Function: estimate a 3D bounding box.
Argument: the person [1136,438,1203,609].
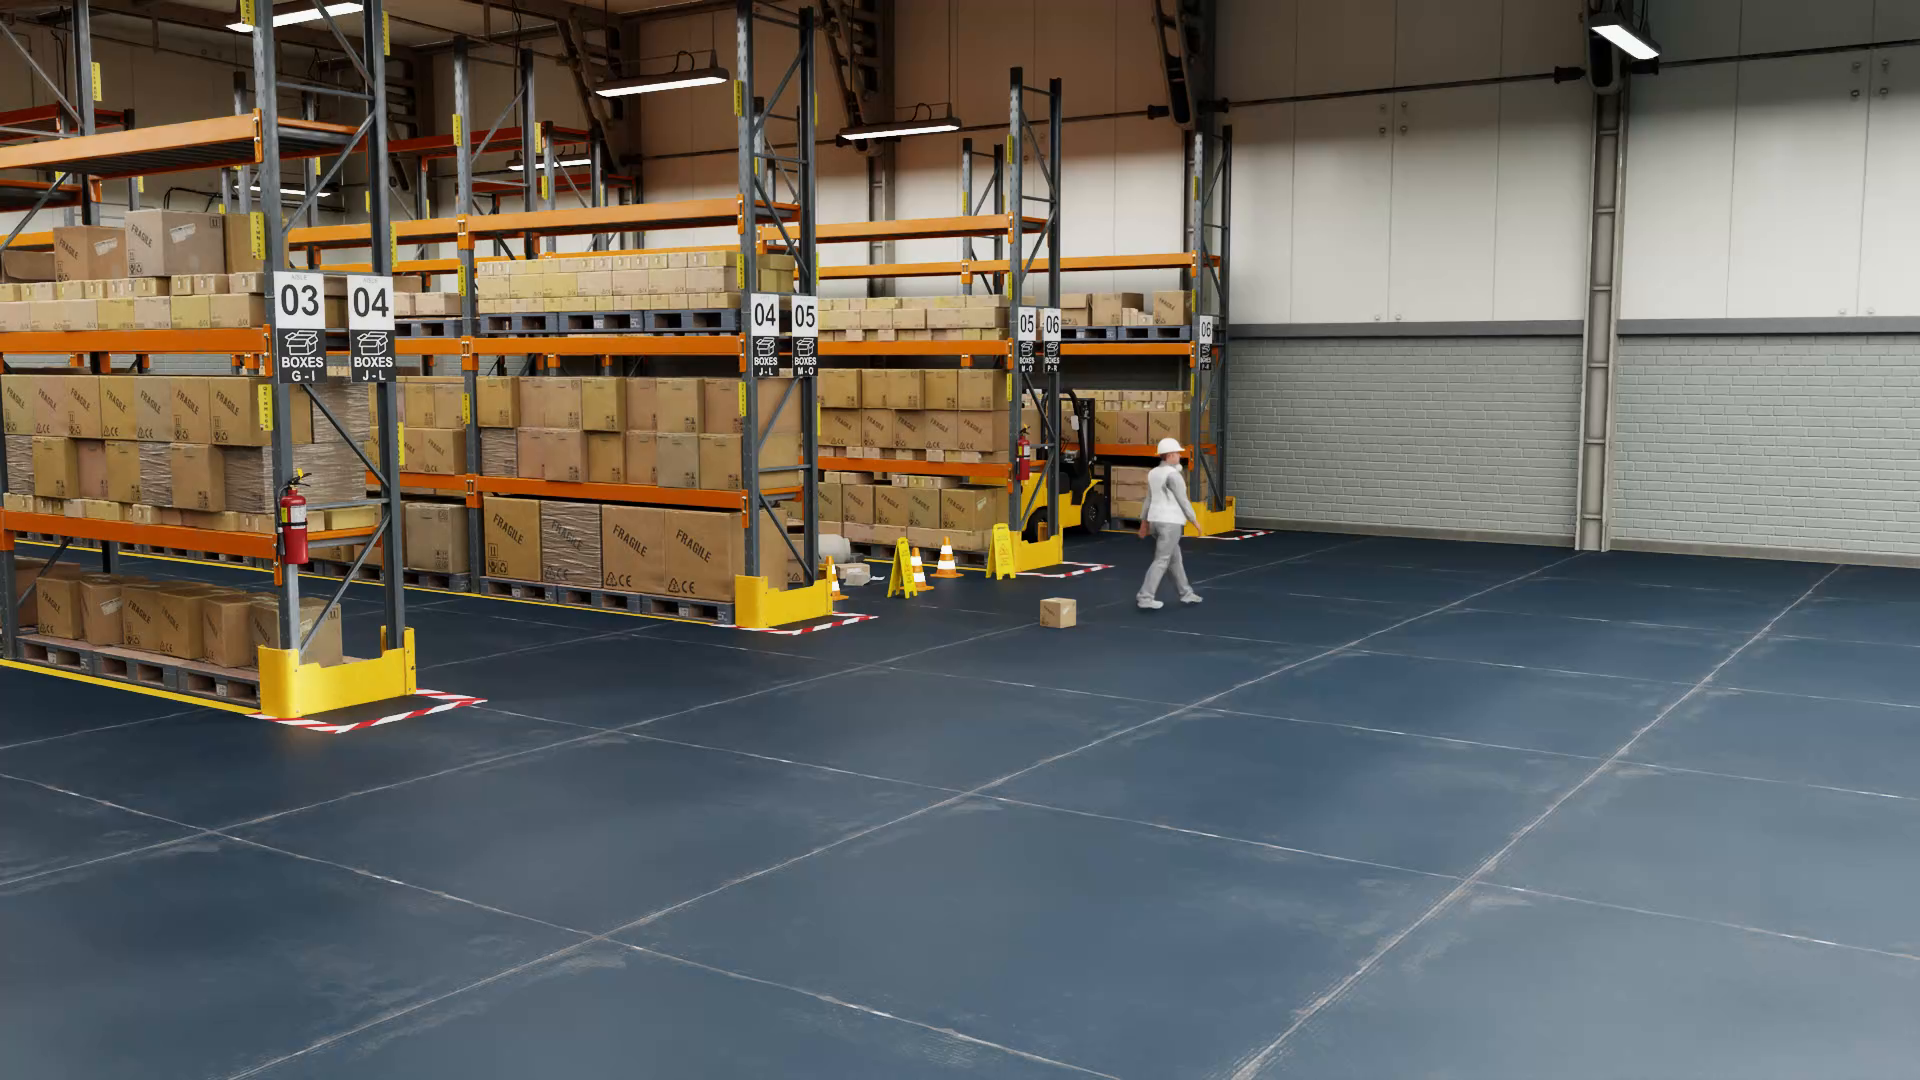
[{"bbox_3d":[2.193,-0.181,17.117,0.919,1.737,0.624,-3,7,-24],"label":"person"}]
